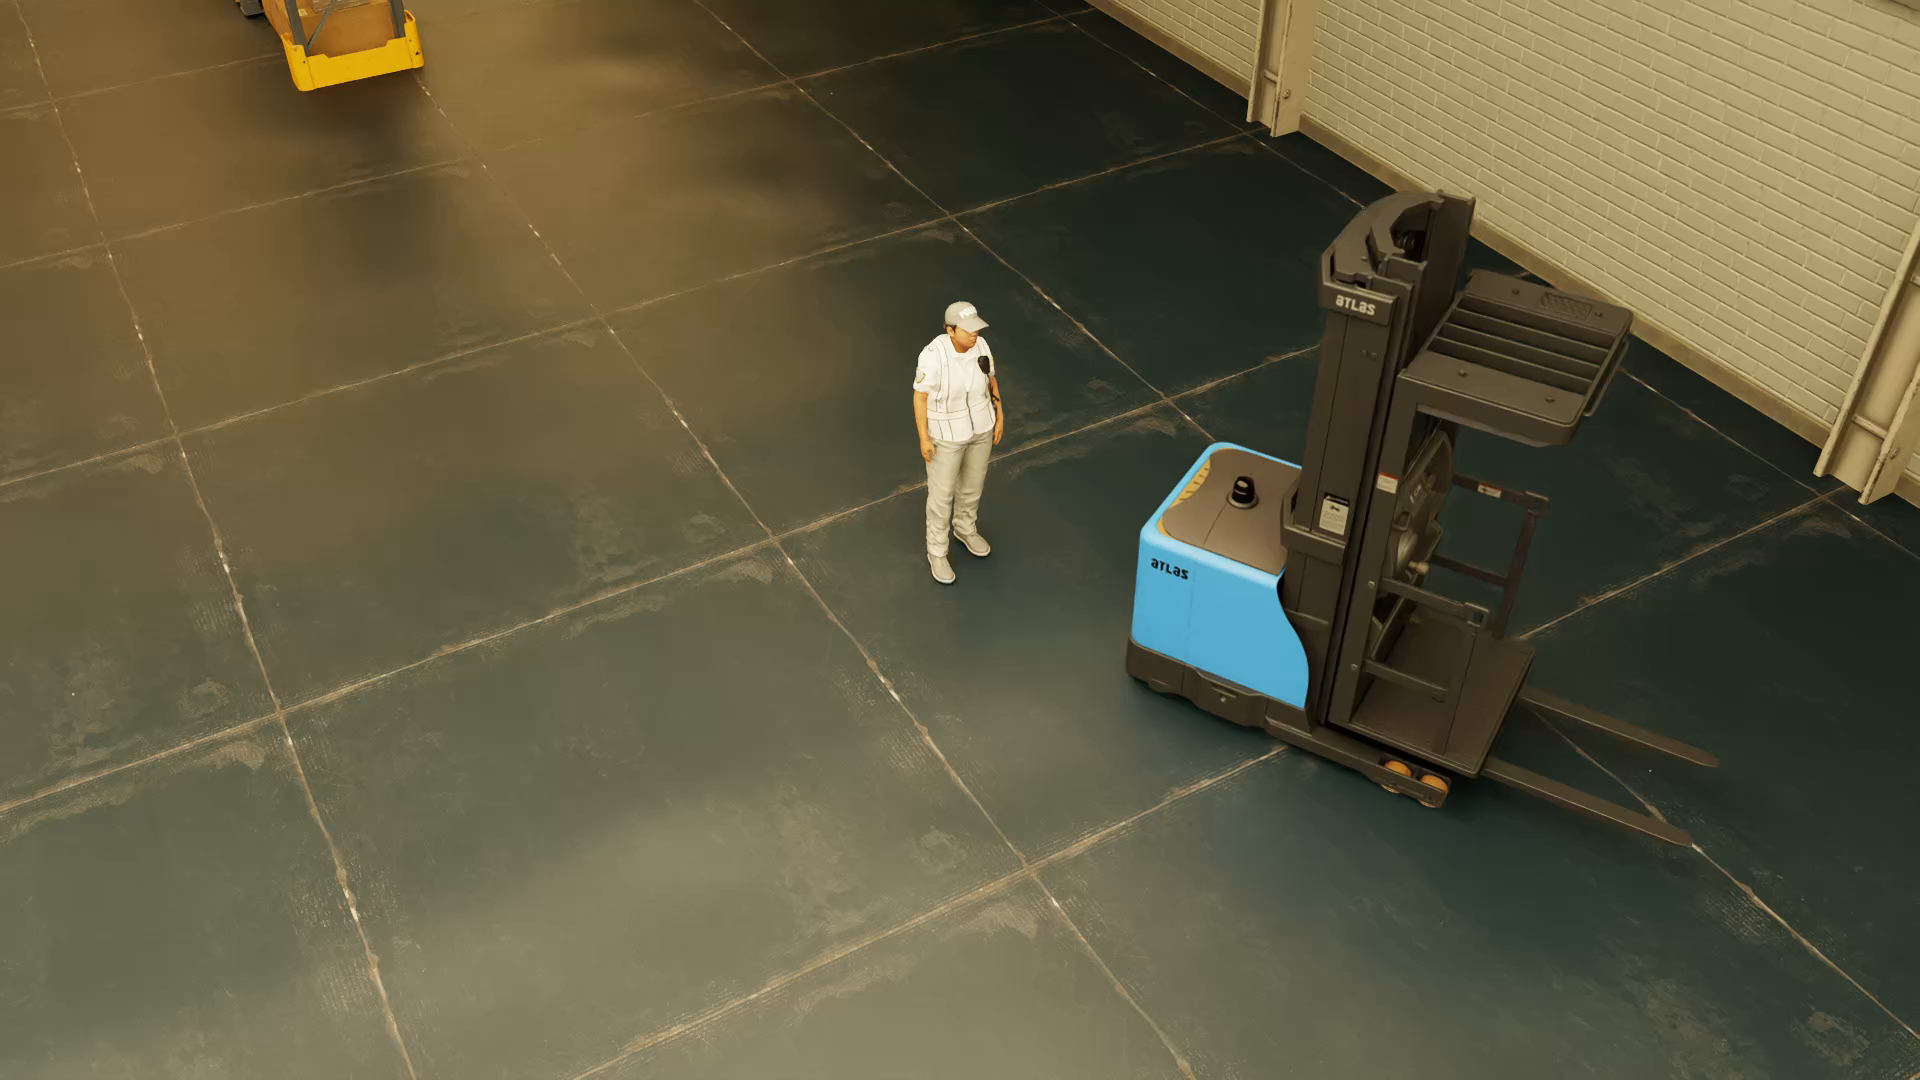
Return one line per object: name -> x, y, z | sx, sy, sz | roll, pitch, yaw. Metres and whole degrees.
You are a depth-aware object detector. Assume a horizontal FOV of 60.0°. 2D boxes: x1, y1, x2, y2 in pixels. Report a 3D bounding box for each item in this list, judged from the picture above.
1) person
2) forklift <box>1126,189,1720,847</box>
person -> 0.018, -0.598, 9.735 | 0.597, 1.670, 0.529 | -20, 44, -23
forklift -> 2.463, -0.128, 8.191 | 3.031, 2.935, 1.130 | 21, 44, 23
